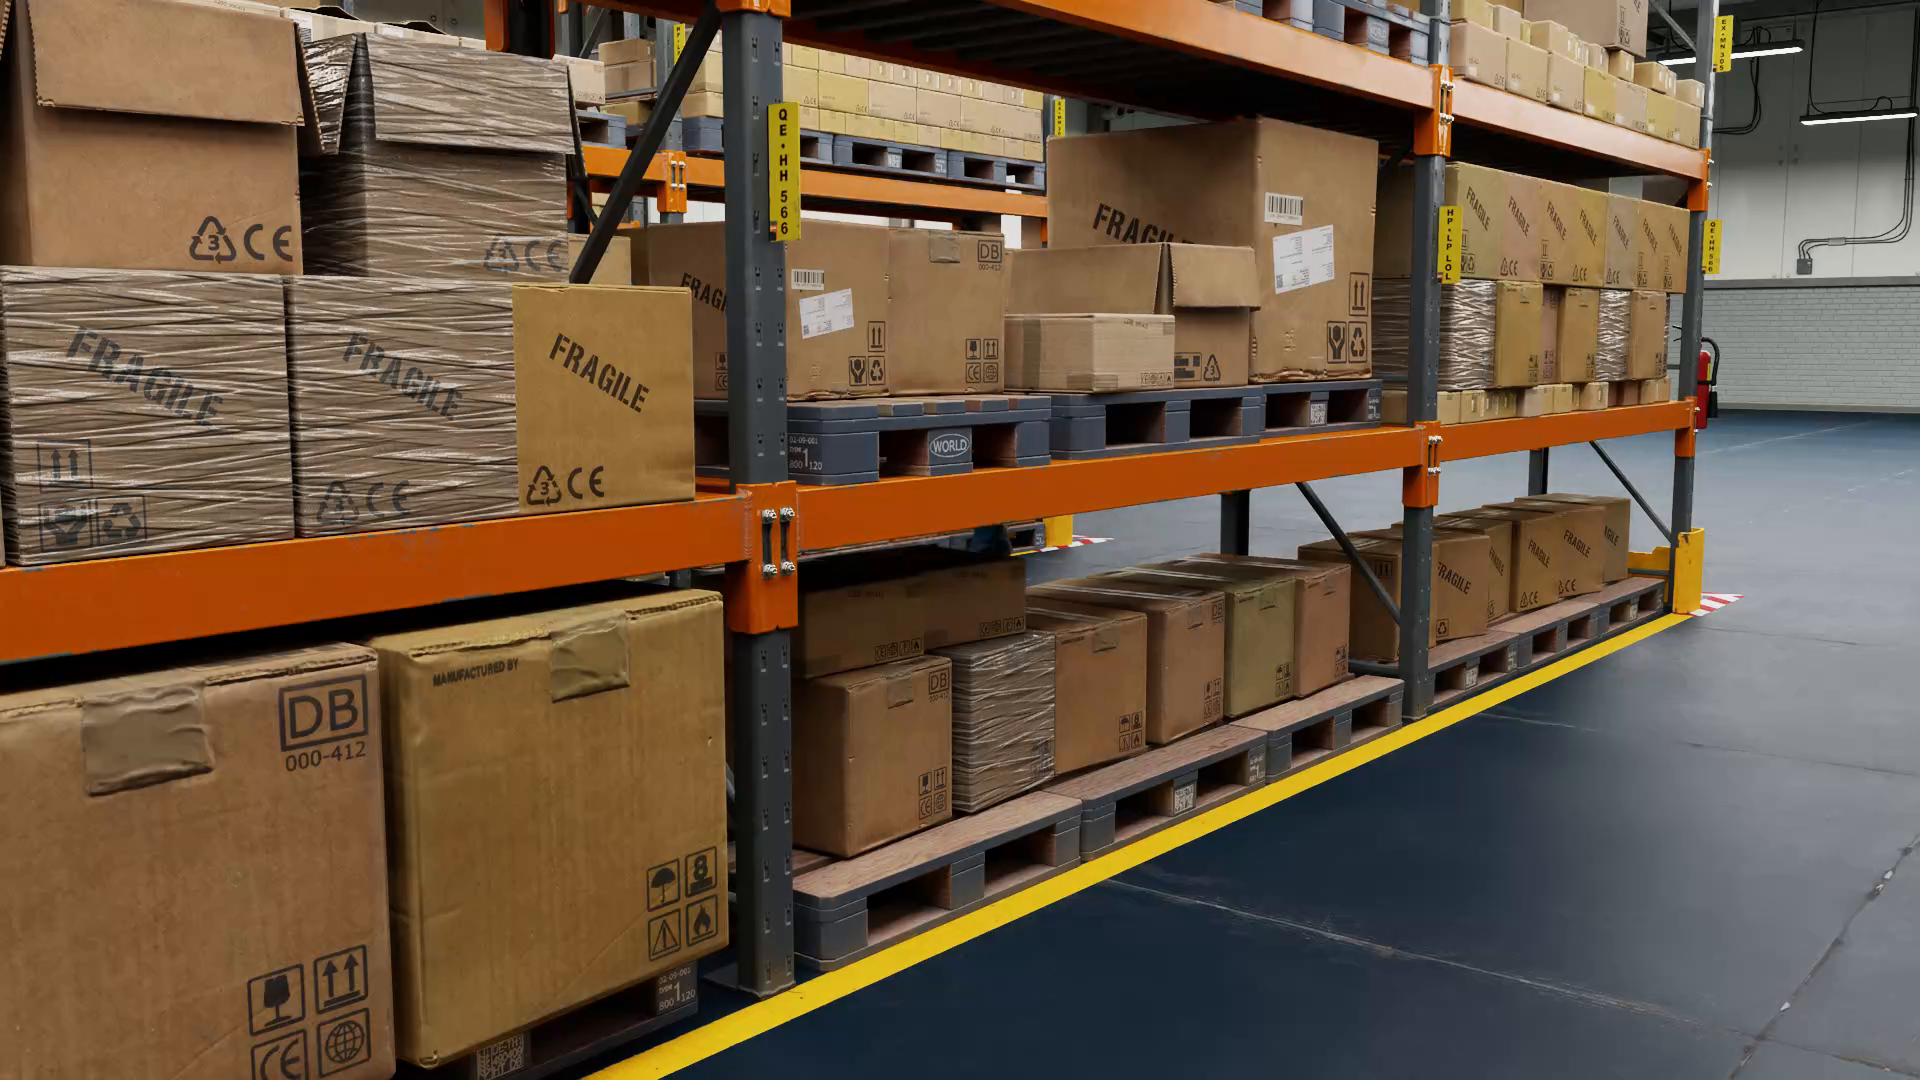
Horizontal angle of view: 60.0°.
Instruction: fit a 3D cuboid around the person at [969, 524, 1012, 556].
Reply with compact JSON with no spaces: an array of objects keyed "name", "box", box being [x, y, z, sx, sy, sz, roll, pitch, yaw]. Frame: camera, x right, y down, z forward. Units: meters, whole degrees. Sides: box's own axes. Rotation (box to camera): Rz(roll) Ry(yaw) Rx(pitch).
[{"name":"person","box":[0.227,-0.253,9.422,0.890,1.535,0.446,-6,9,-40]}]
